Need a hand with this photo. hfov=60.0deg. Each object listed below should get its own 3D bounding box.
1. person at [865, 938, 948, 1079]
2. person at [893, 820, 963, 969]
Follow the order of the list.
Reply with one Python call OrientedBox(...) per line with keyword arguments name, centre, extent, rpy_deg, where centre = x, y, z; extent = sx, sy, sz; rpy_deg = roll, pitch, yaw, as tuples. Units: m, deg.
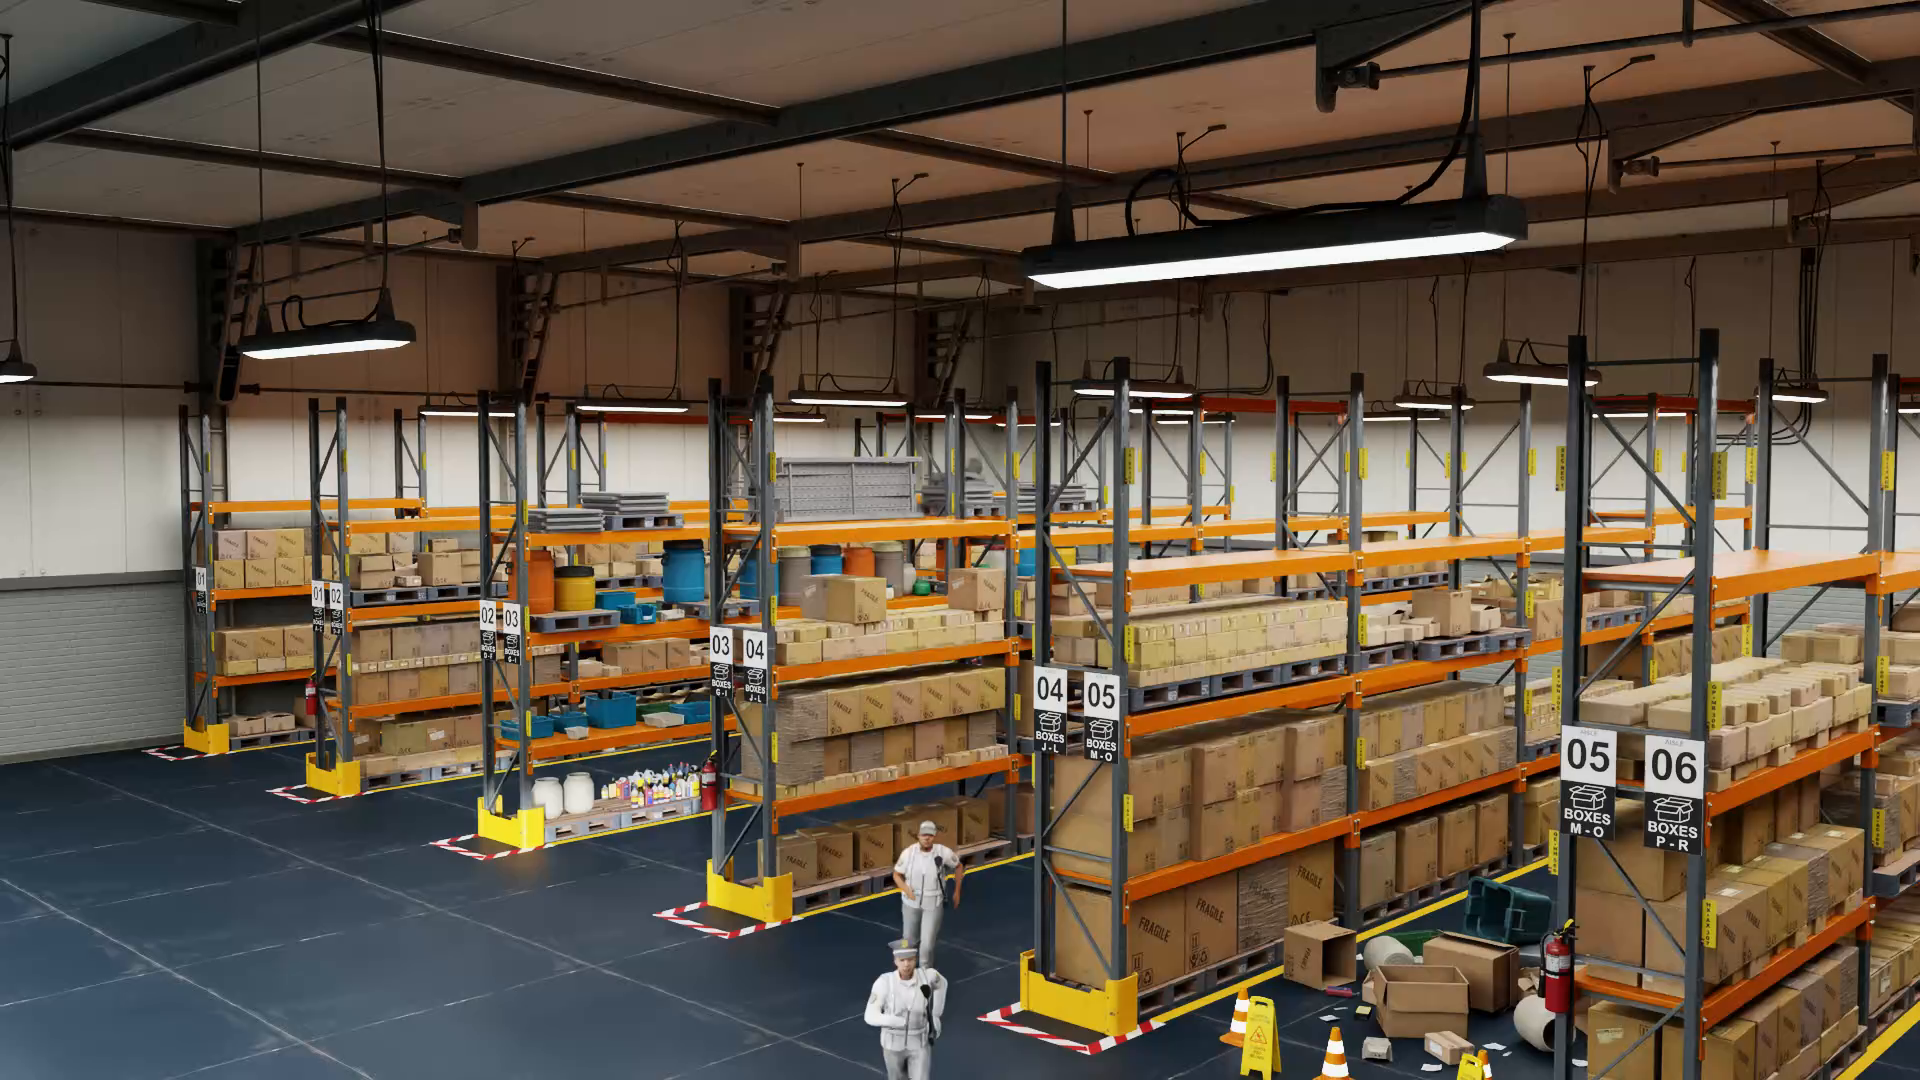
OrientedBox(name="person", centre=(-0.385, 3.701, 12.037), extent=(0.597, 1.768, 0.832), rpy_deg=(0, 3, -1))
OrientedBox(name="person", centre=(-0.308, 3.520, 15.886), extent=(0.653, 1.735, 0.736), rpy_deg=(0, 3, 9))
